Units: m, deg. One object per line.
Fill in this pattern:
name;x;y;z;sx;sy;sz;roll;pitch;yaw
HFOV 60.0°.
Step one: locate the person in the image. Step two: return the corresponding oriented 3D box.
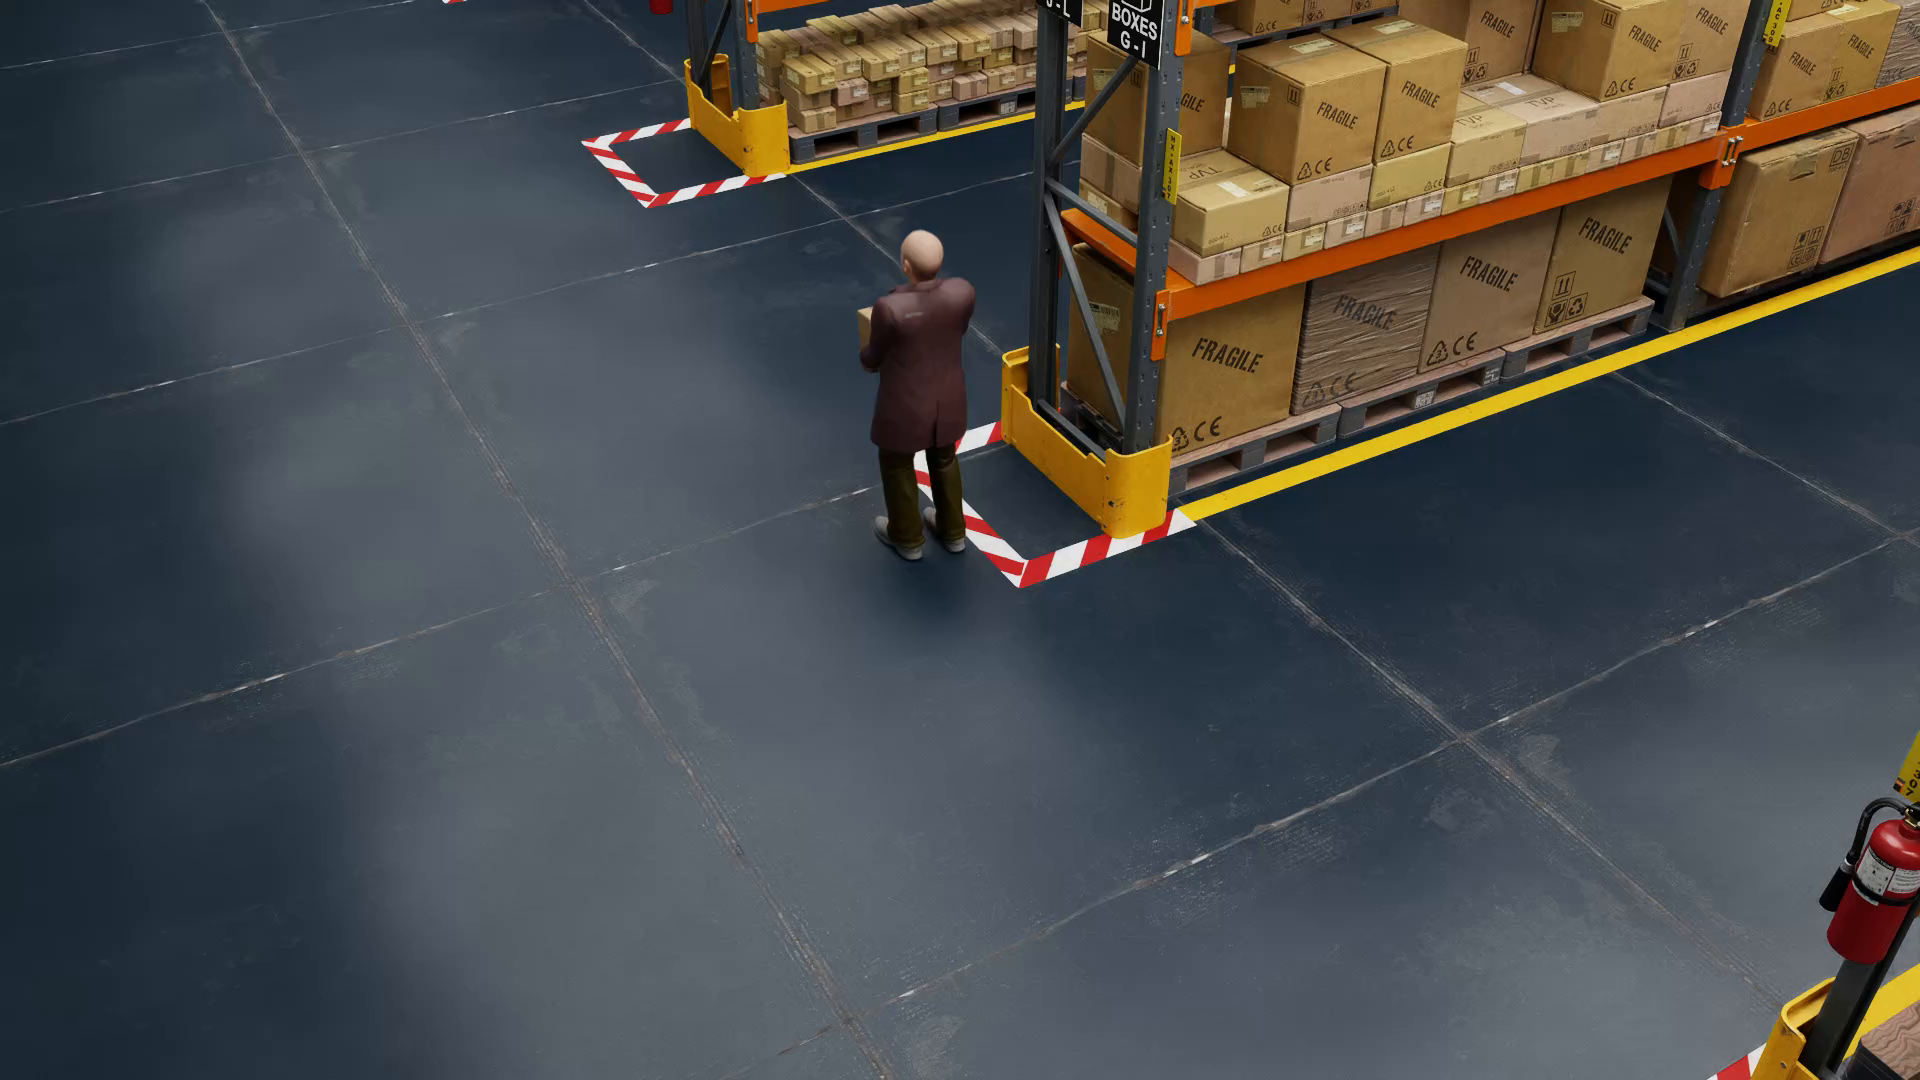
person;-0.237;-0.730;7.940;0.530;1.770;0.563;-18;40;-23
